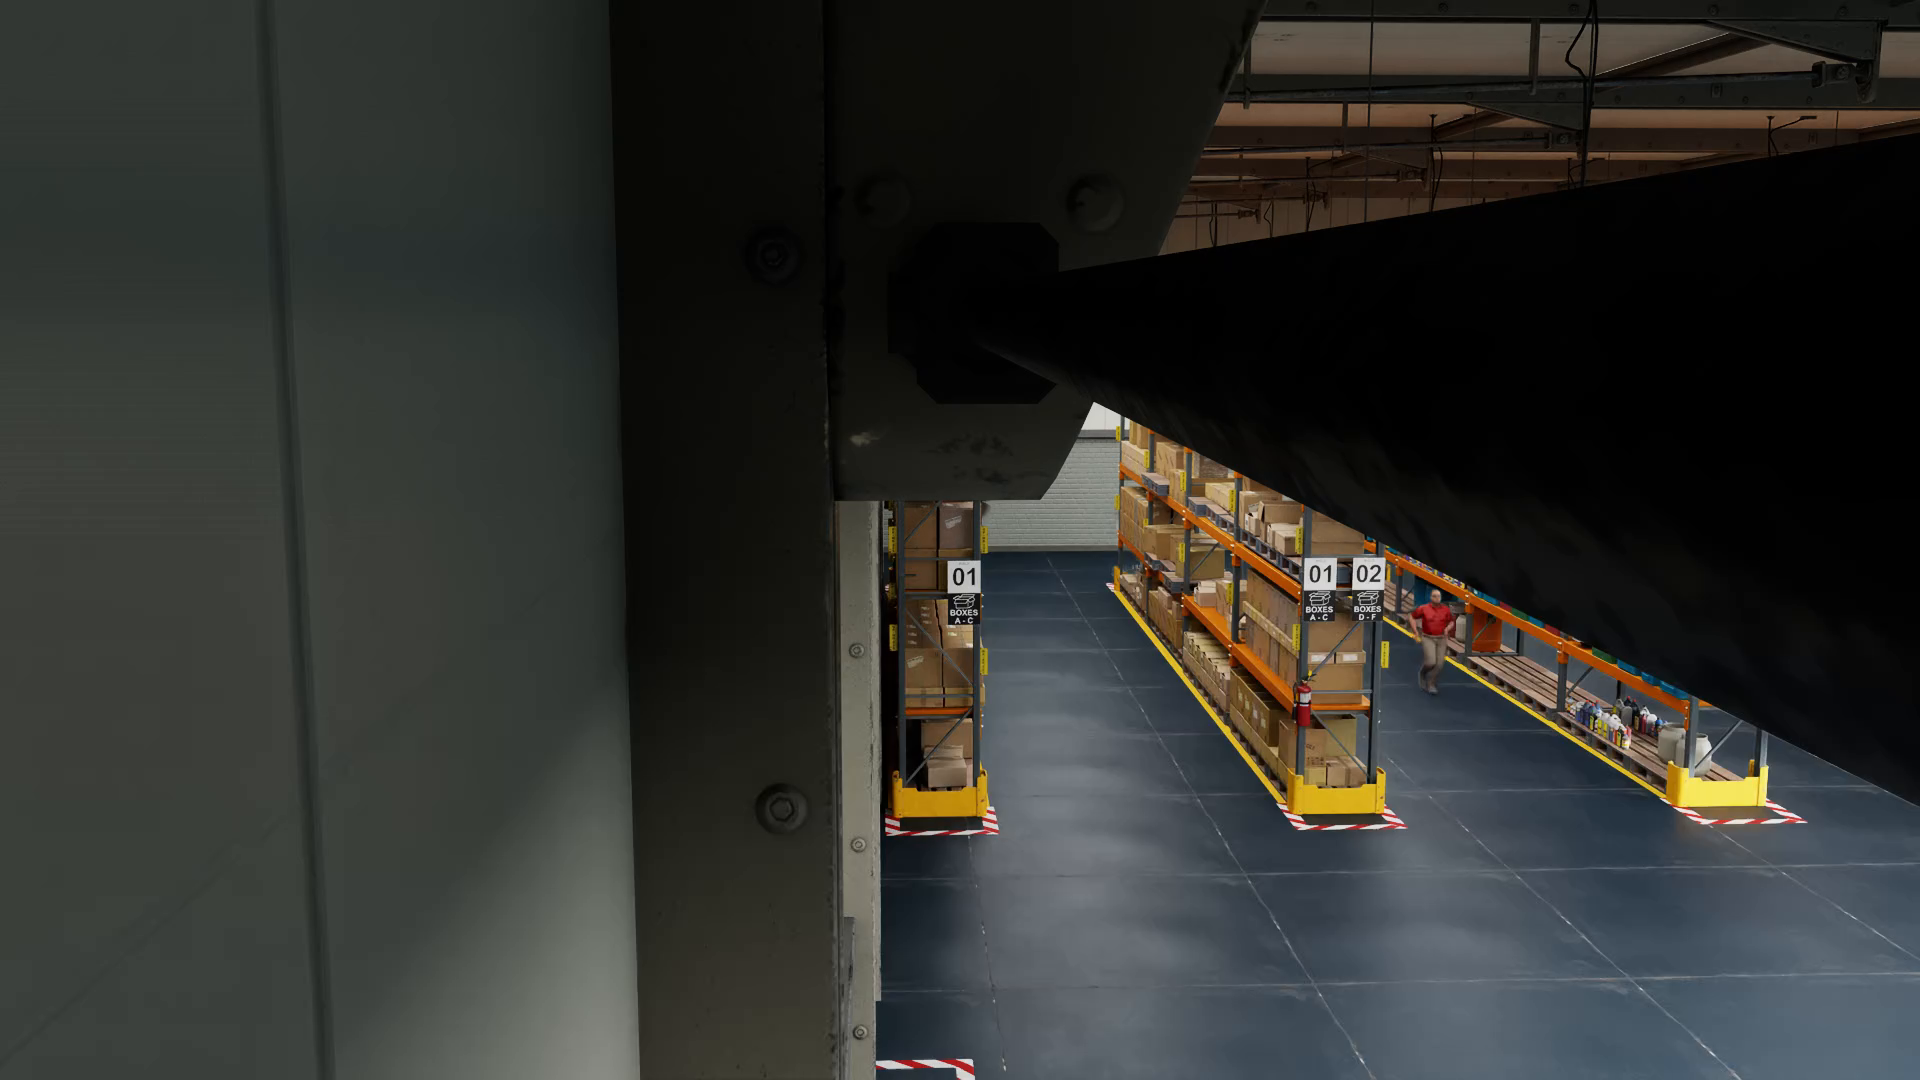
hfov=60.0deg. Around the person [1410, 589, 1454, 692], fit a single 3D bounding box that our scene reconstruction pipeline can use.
[{"bbox_3d":[7.640,1.641,26.775,0.656,1.682,0.628,-1,8,-4],"label":"person"}]
